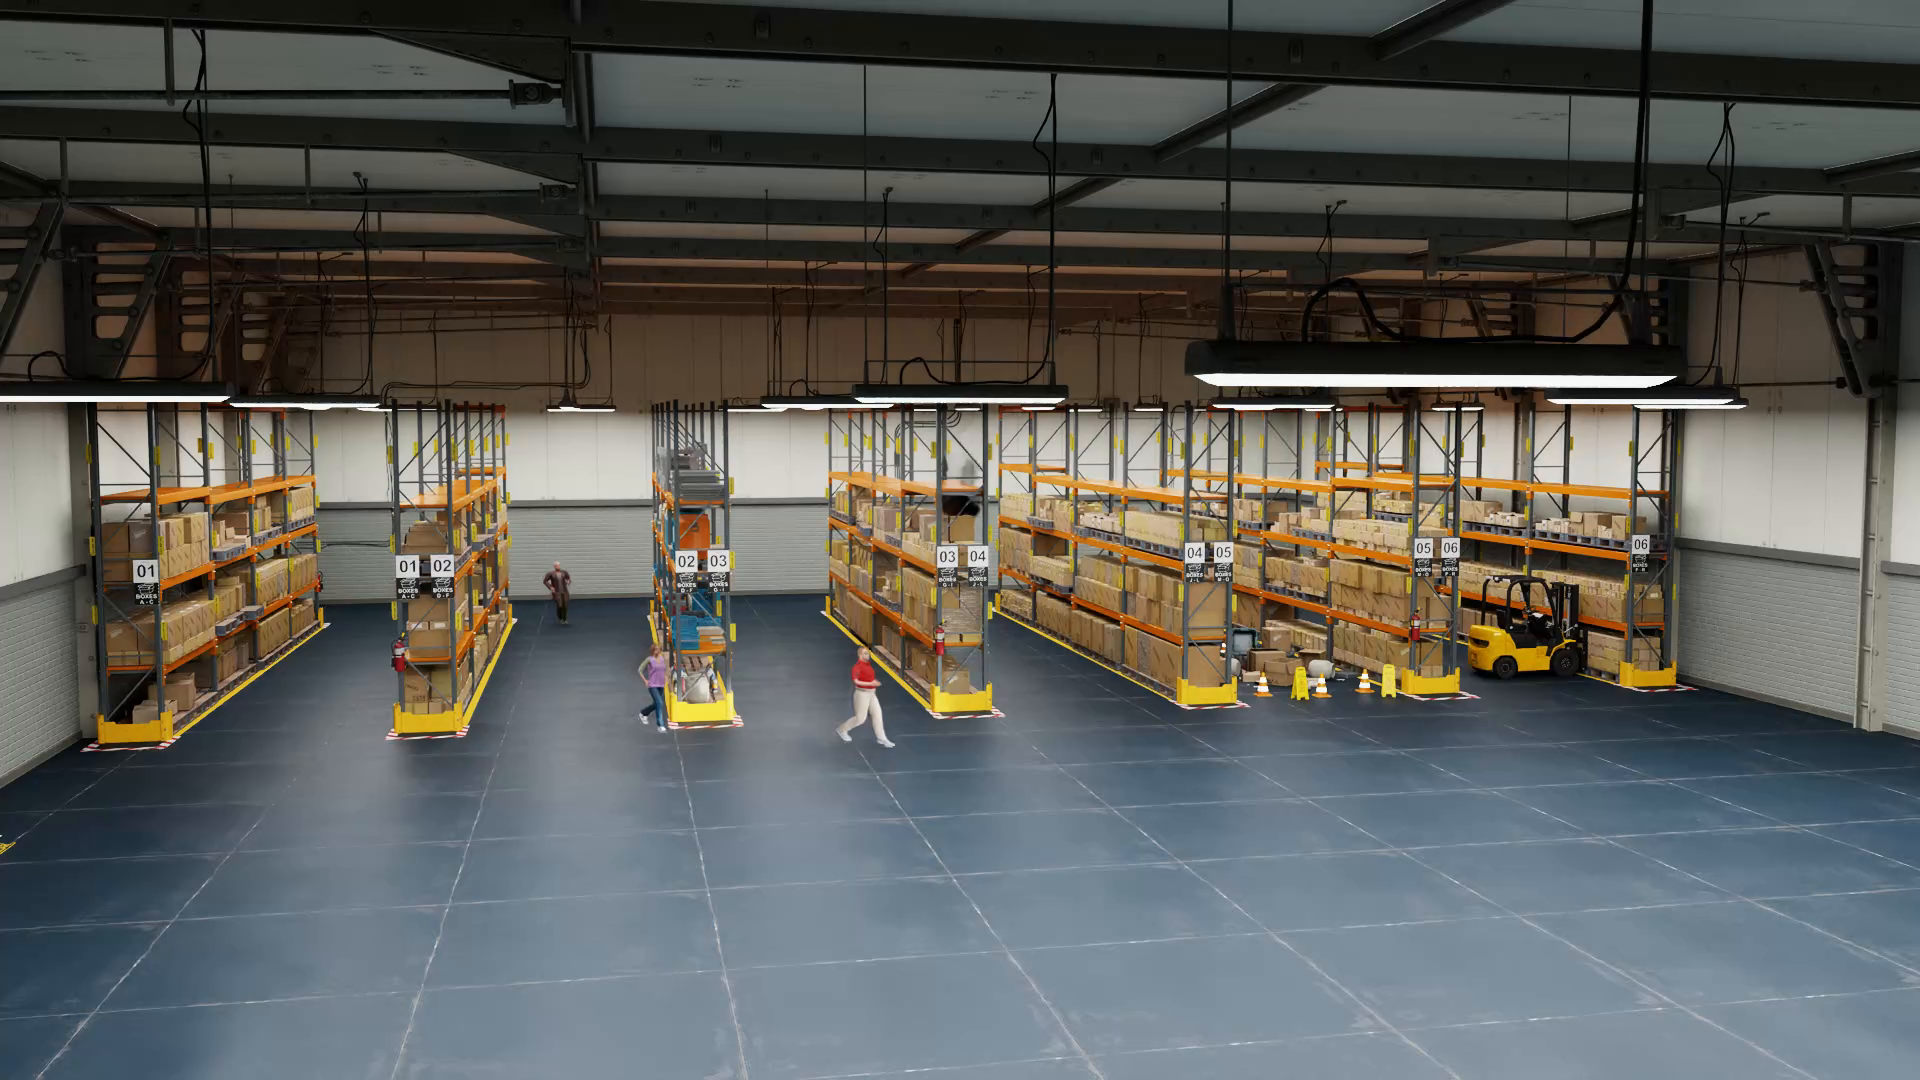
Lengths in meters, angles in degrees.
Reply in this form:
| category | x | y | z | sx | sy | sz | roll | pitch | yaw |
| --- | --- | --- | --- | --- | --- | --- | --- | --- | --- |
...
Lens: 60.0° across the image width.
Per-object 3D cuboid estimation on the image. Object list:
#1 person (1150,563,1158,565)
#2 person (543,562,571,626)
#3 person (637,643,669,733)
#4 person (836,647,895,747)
| category | x | y | z | sx | sy | sz | roll | pitch | yaw |
| --- | --- | --- | --- | --- | --- | --- | --- | --- | --- |
| person | 6.191 | 0.988 | 51.147 | 0.704 | 1.581 | 0.772 | 0 | 4 | -1 |
| person | -10.846 | 1.470 | 45.013 | 0.713 | 1.770 | 0.729 | -3 | 5 | -32 |
| person | -5.540 | 2.675 | 30.173 | 0.763 | 1.610 | 0.571 | 3 | 6 | 39 |
| person | -1.627 | 2.698 | 28.665 | 1.032 | 1.715 | 0.675 | 2 | 5 | 22 |
